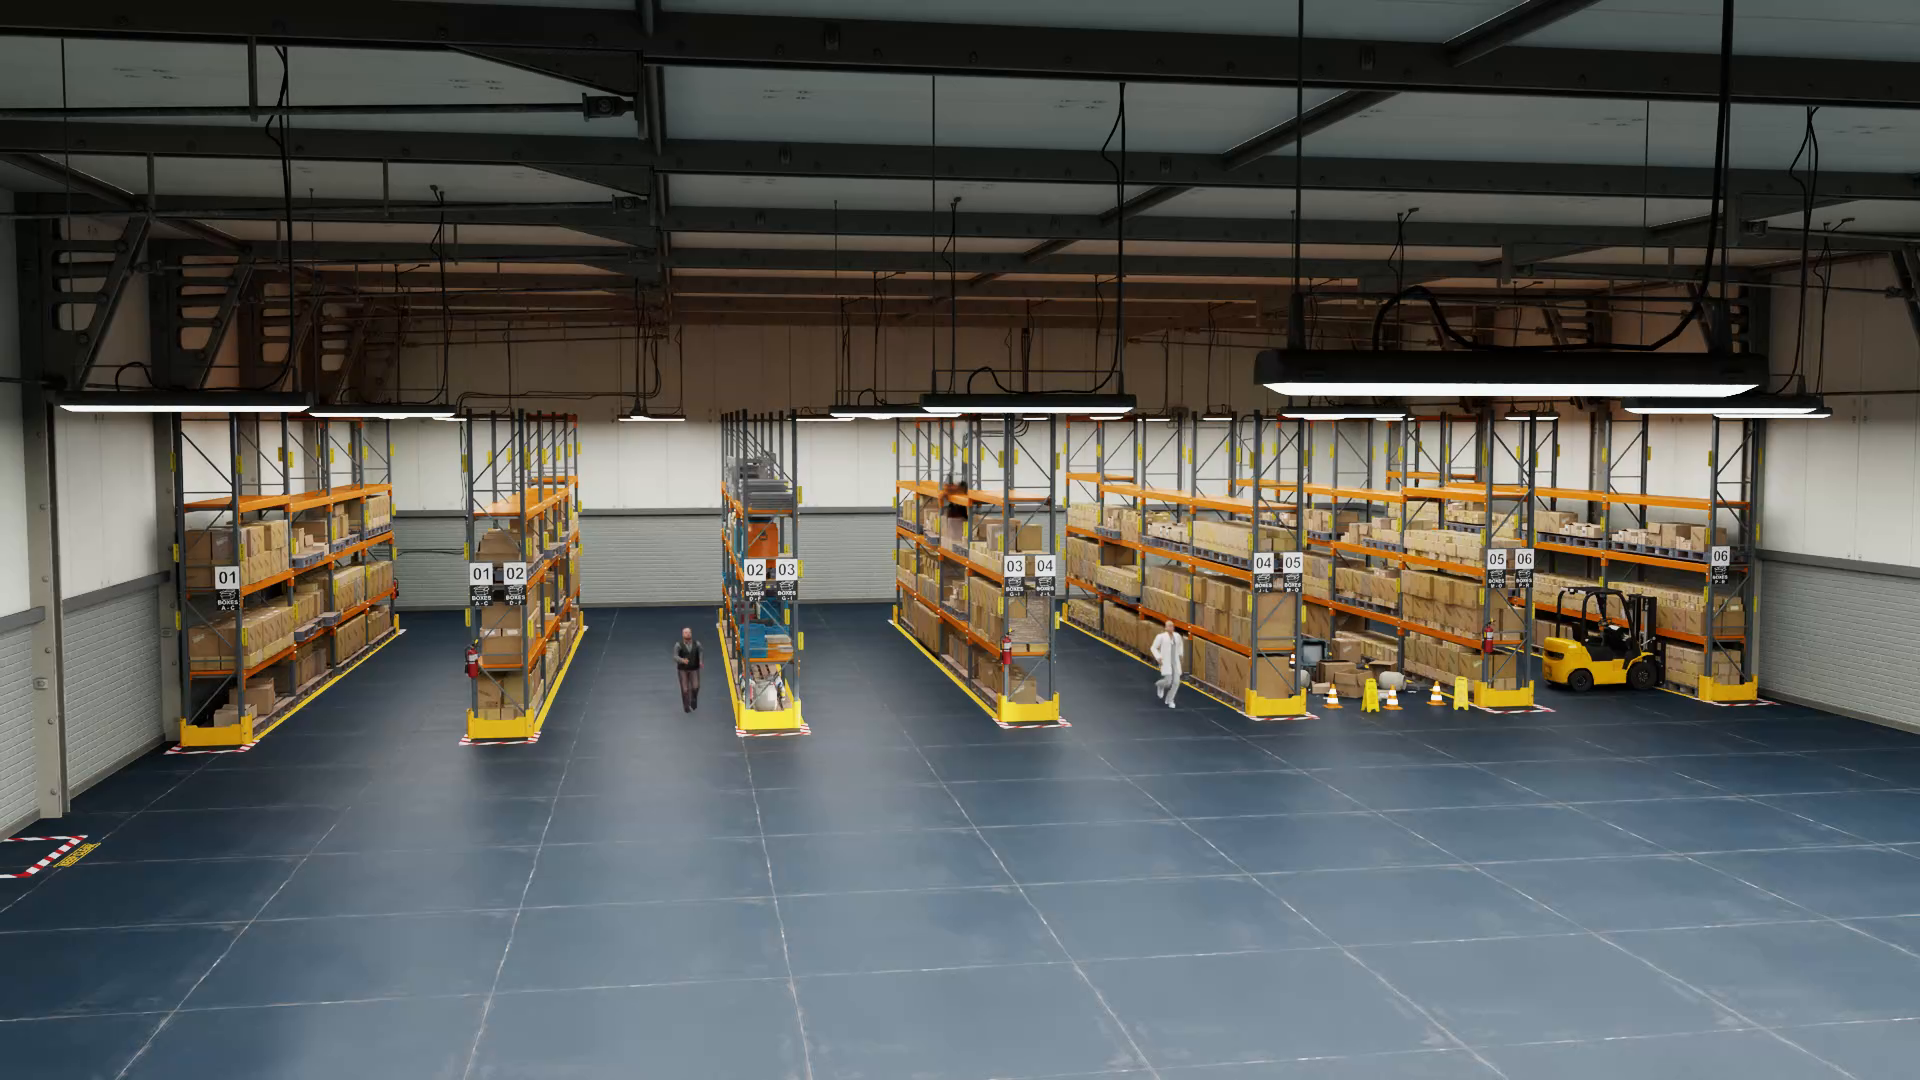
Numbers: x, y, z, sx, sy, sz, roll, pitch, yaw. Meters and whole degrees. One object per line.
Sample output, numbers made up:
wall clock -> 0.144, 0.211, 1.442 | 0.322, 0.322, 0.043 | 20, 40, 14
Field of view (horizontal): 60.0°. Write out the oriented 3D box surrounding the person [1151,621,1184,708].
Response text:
person -> 4.245, 2.514, 33.859 | 0.724, 1.752, 0.653 | -1, 4, -20

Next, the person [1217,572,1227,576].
person -> 8.090, 1.296, 50.797 | 0.892, 1.766, 0.728 | 1, 4, 16

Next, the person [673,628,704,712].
person -> -5.346, 2.582, 32.856 | 0.643, 1.682, 0.603 | -1, 4, -16

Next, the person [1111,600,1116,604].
person -> 4.829, 1.357, 50.463 | 0.954, 1.662, 0.567 | -2, 4, -24
